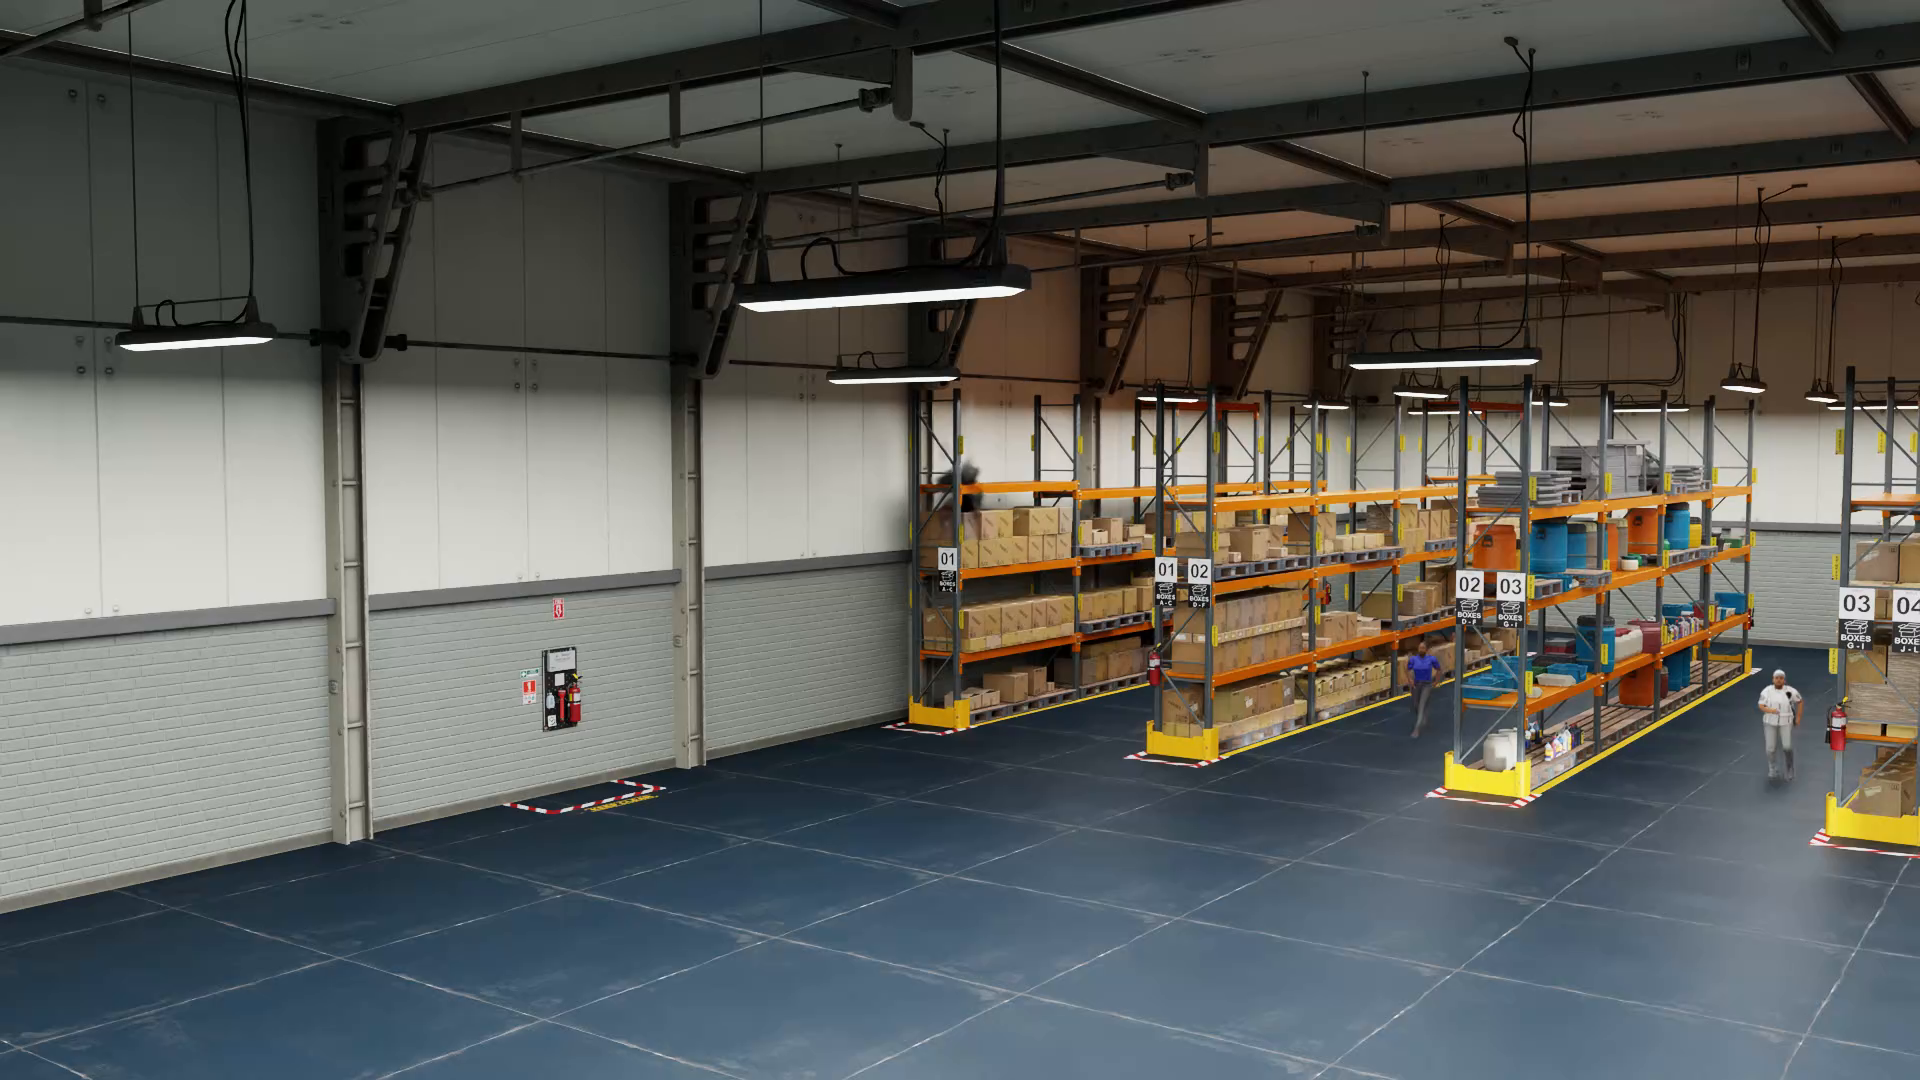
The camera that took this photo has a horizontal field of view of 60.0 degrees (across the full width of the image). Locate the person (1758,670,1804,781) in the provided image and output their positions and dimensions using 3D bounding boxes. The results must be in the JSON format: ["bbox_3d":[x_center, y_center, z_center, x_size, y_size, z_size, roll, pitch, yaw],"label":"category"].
[{"bbox_3d":[12.219,2.762,24.779,0.601,1.644,0.648,2,4,28],"label":"person"}]

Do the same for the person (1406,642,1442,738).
[{"bbox_3d":[8.008,2.563,28.754,0.600,1.643,0.831,2,4,26],"label":"person"}]
